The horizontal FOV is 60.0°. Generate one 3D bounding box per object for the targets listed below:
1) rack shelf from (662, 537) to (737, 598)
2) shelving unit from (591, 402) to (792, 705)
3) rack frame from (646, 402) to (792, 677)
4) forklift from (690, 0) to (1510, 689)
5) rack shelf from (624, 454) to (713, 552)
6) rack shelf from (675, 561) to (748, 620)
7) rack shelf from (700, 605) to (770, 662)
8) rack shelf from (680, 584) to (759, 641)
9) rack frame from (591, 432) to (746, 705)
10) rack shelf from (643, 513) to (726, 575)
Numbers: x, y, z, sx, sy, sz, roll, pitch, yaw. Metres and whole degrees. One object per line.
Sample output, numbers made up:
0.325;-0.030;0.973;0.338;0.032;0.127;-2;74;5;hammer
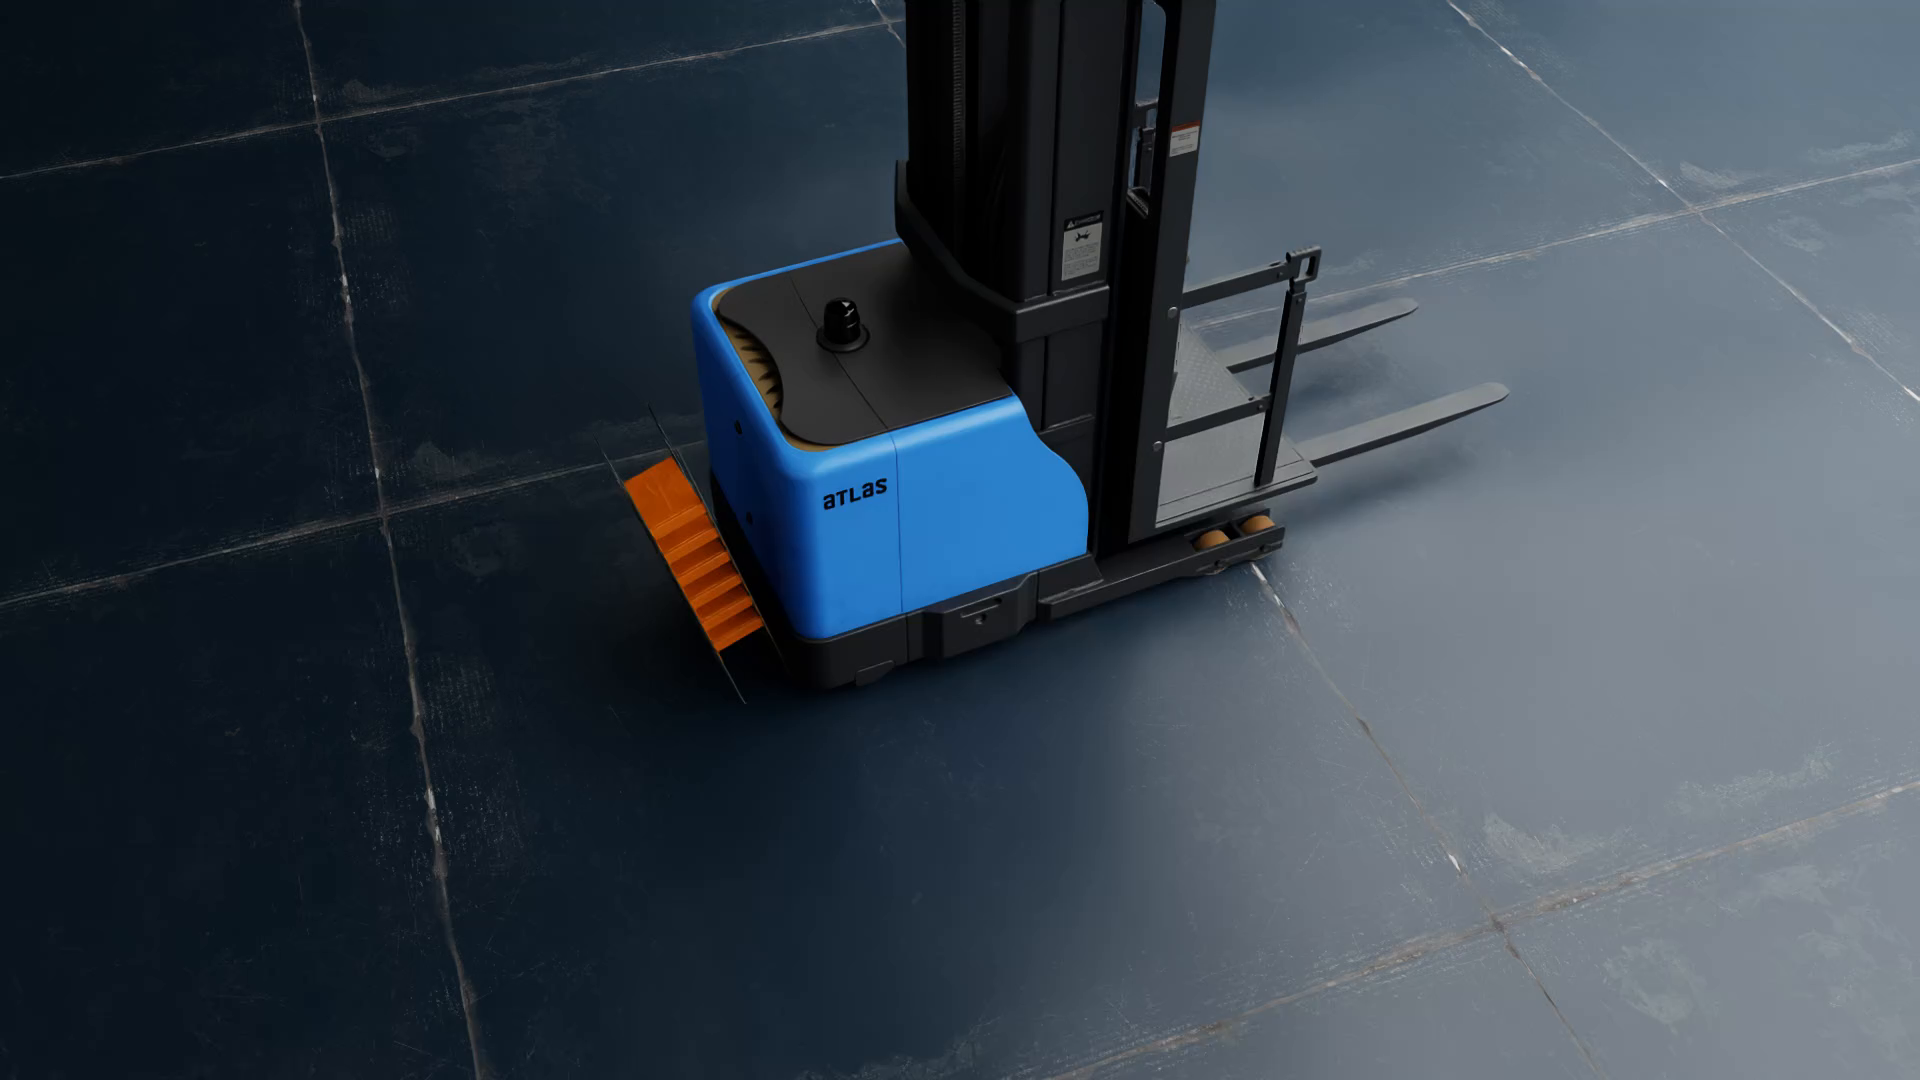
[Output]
-0.848;0.031;5.259;0.180;0.103;0.258;-30;51;-10;rack shelf
-0.833;0.077;5.317;0.189;1.200;0.258;-30;51;-10;shelving unit
-0.756;0.031;5.333;0.006;1.200;0.240;-30;51;-10;rack frame
0.641;-1.231;5.407;3.031;2.935;1.130;-18;48;-17;forklift
-0.896;-0.116;5.075;0.180;0.103;0.258;-30;51;-10;rack shelf
-0.825;0.104;5.351;0.180;0.103;0.258;-30;51;-10;rack shelf
-0.777;0.250;5.536;0.180;0.103;0.258;-30;51;-10;rack shelf
-0.801;0.177;5.444;0.180;0.103;0.258;-30;51;-10;rack shelf
-0.911;0.122;5.301;0.006;1.200;0.240;-30;51;-10;rack frame
-0.872;-0.042;5.167;0.180;0.103;0.258;-30;51;-10;rack shelf
